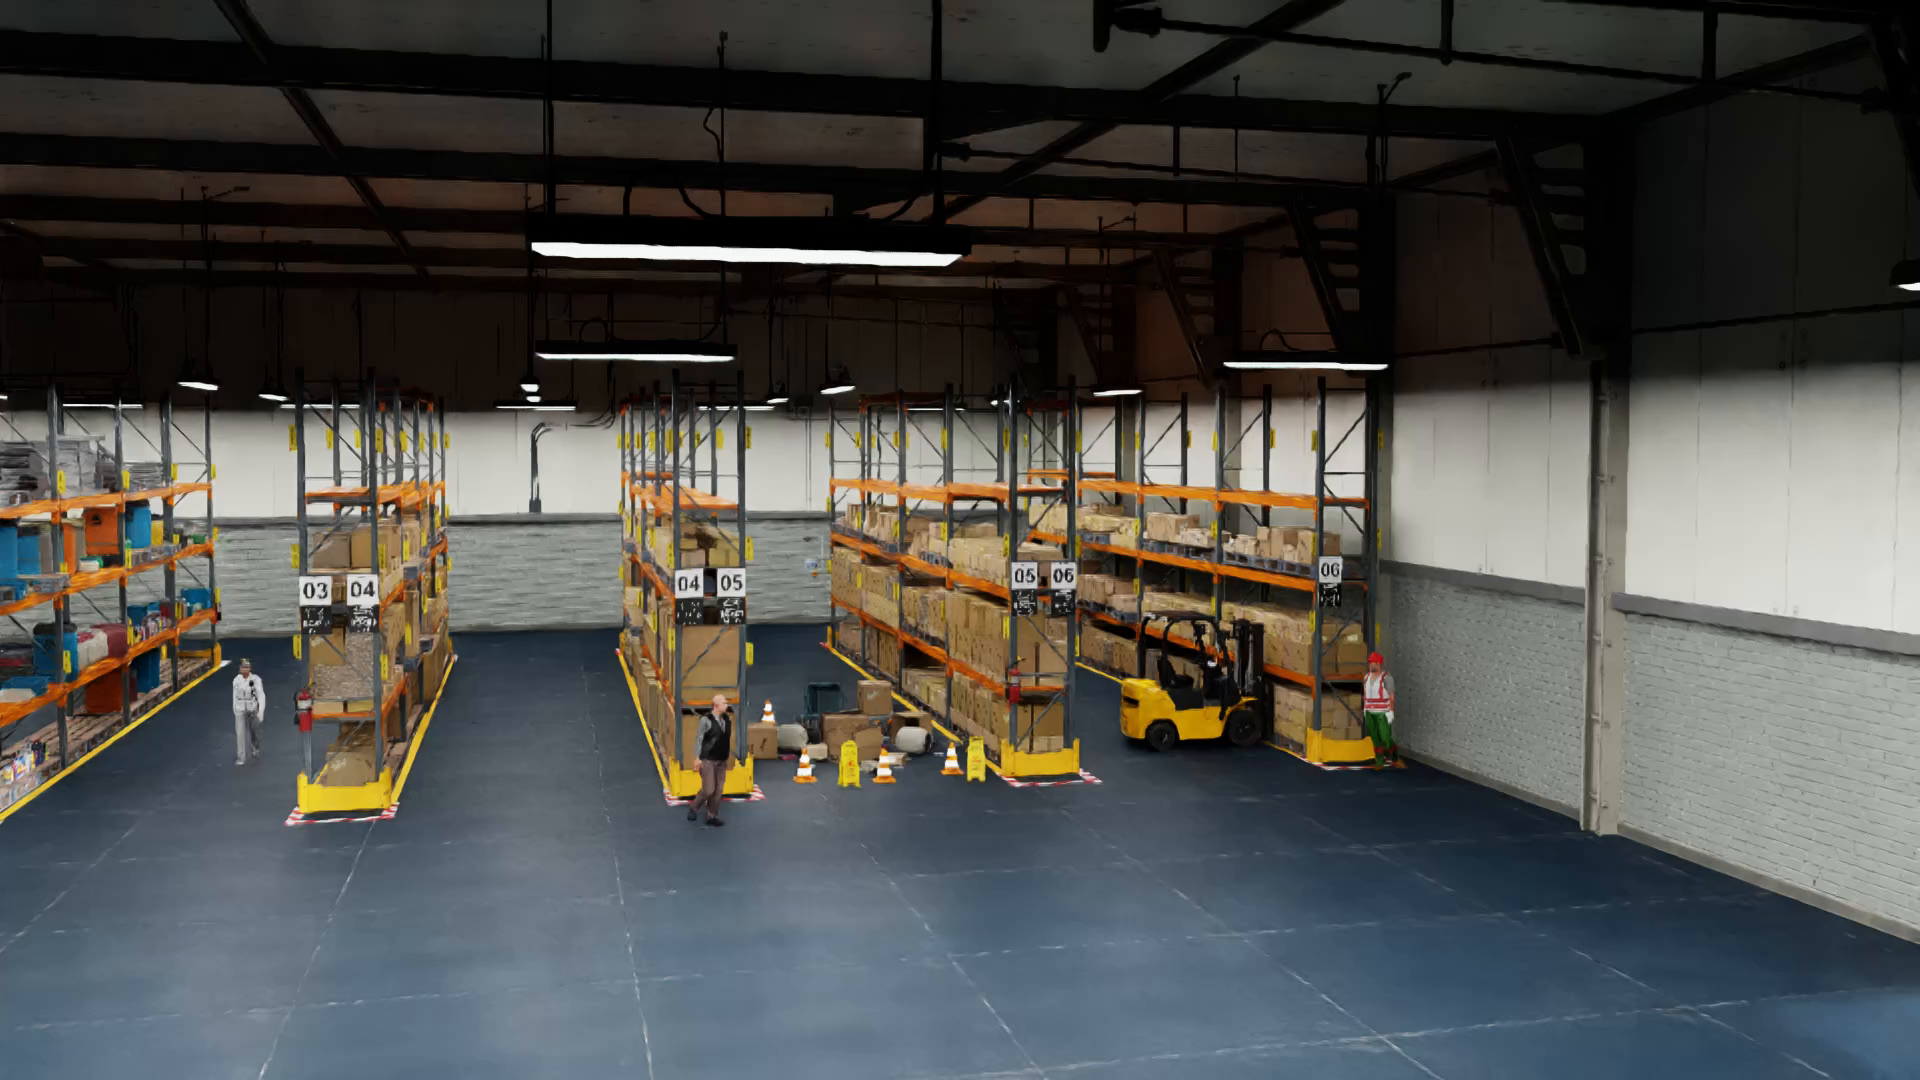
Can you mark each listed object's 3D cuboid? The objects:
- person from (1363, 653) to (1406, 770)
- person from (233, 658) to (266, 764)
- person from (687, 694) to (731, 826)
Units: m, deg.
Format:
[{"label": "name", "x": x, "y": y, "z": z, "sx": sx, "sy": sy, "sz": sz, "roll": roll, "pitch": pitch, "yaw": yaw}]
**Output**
[{"label": "person", "x": 6.405, "y": 2.598, "z": 25.180, "sx": 0.463, "sy": 1.780, "sz": 0.697, "roll": -3, "pitch": 5, "yaw": -43}, {"label": "person", "x": -11.083, "y": 2.636, "z": 25.916, "sx": 0.502, "sy": 1.621, "sz": 0.988, "roll": -1, "pitch": 4, "yaw": -15}, {"label": "person", "x": -3.258, "y": 2.856, "z": 21.654, "sx": 0.519, "sy": 1.715, "sz": 0.591, "roll": 3, "pitch": 4, "yaw": 39}]
